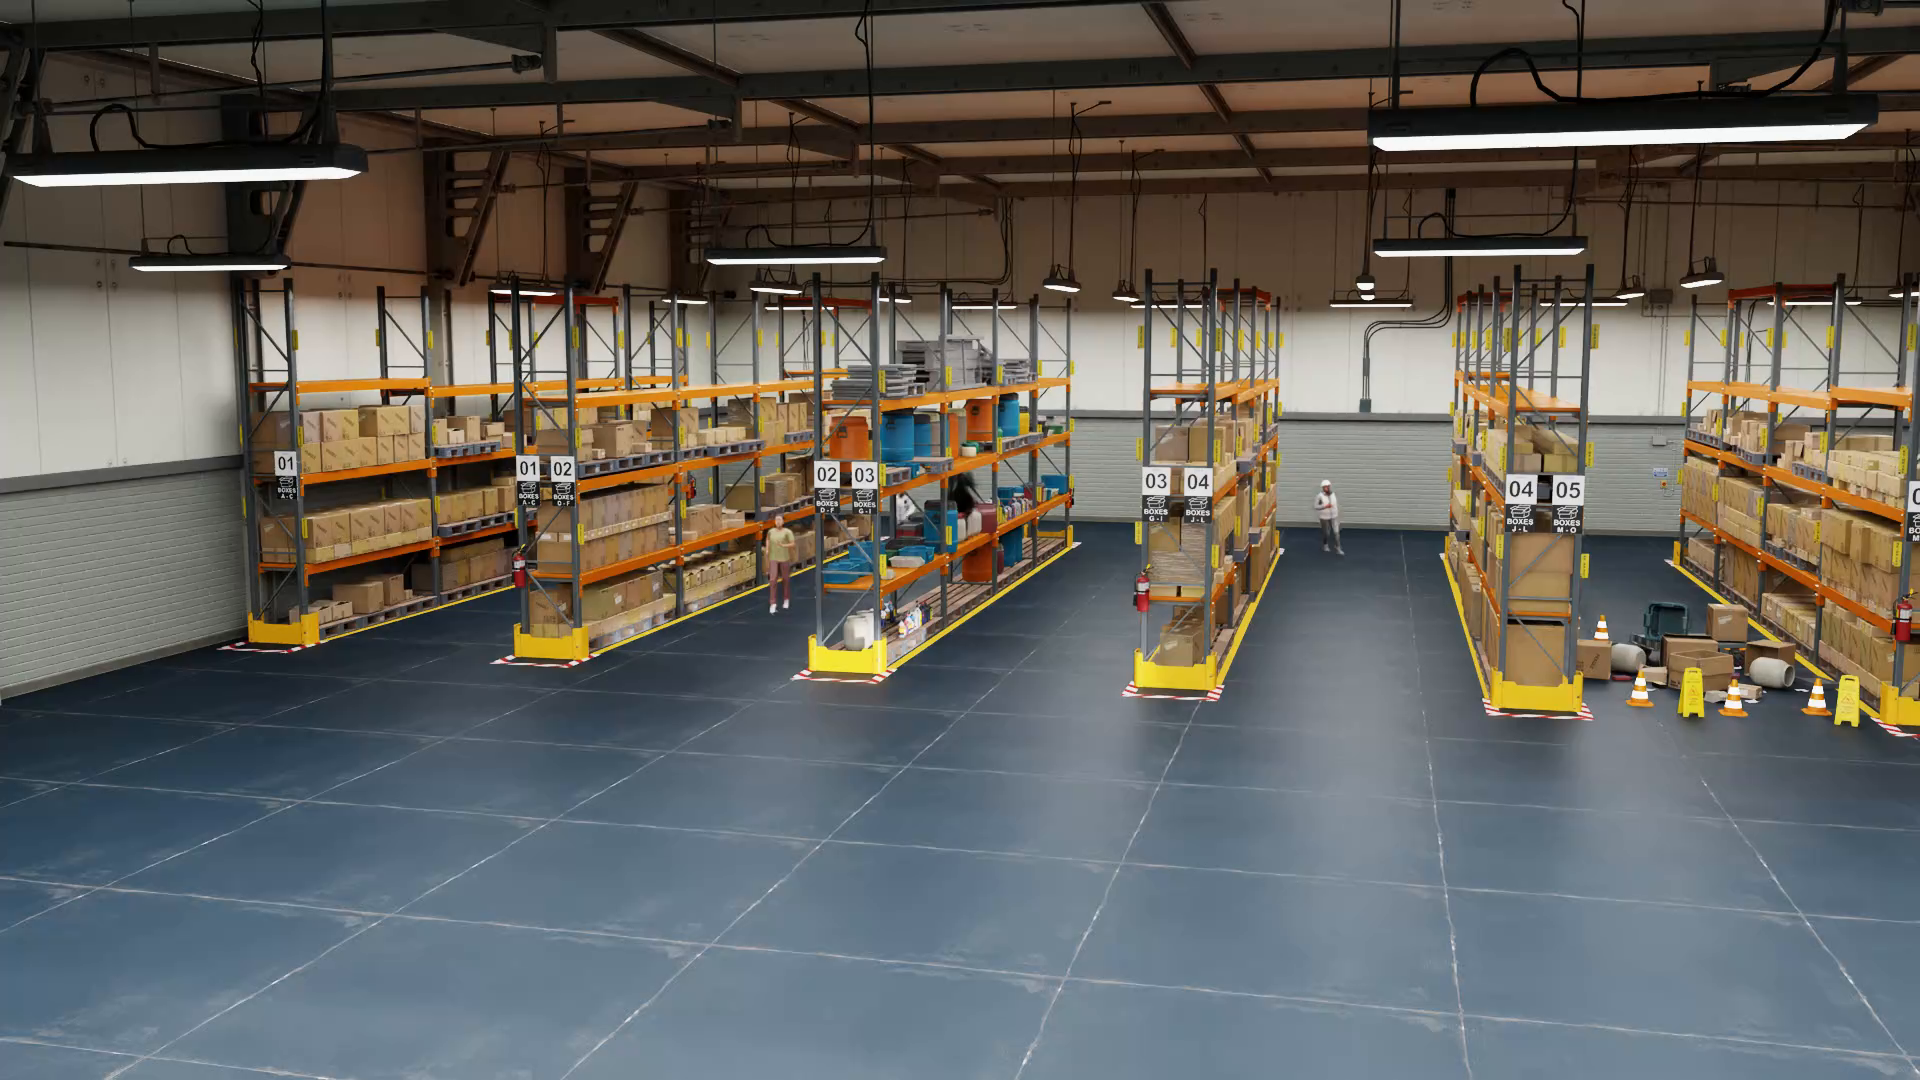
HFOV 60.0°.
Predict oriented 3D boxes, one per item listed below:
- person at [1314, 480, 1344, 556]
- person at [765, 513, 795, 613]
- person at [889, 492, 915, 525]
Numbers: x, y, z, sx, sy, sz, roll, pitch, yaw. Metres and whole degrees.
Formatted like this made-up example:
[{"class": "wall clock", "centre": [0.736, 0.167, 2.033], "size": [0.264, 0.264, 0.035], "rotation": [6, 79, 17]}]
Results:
[{"class": "person", "centre": [8.560, -0.542, 38.828], "size": [0.668, 1.723, 0.983], "rotation": [-1, 7, -10]}, {"class": "person", "centre": [-3.141, 0.378, 28.989], "size": [0.564, 1.693, 0.844], "rotation": [1, 7, 5]}, {"class": "person", "centre": [-1.357, -0.461, 38.785], "size": [0.623, 1.695, 0.784], "rotation": [1, 7, 9]}]
